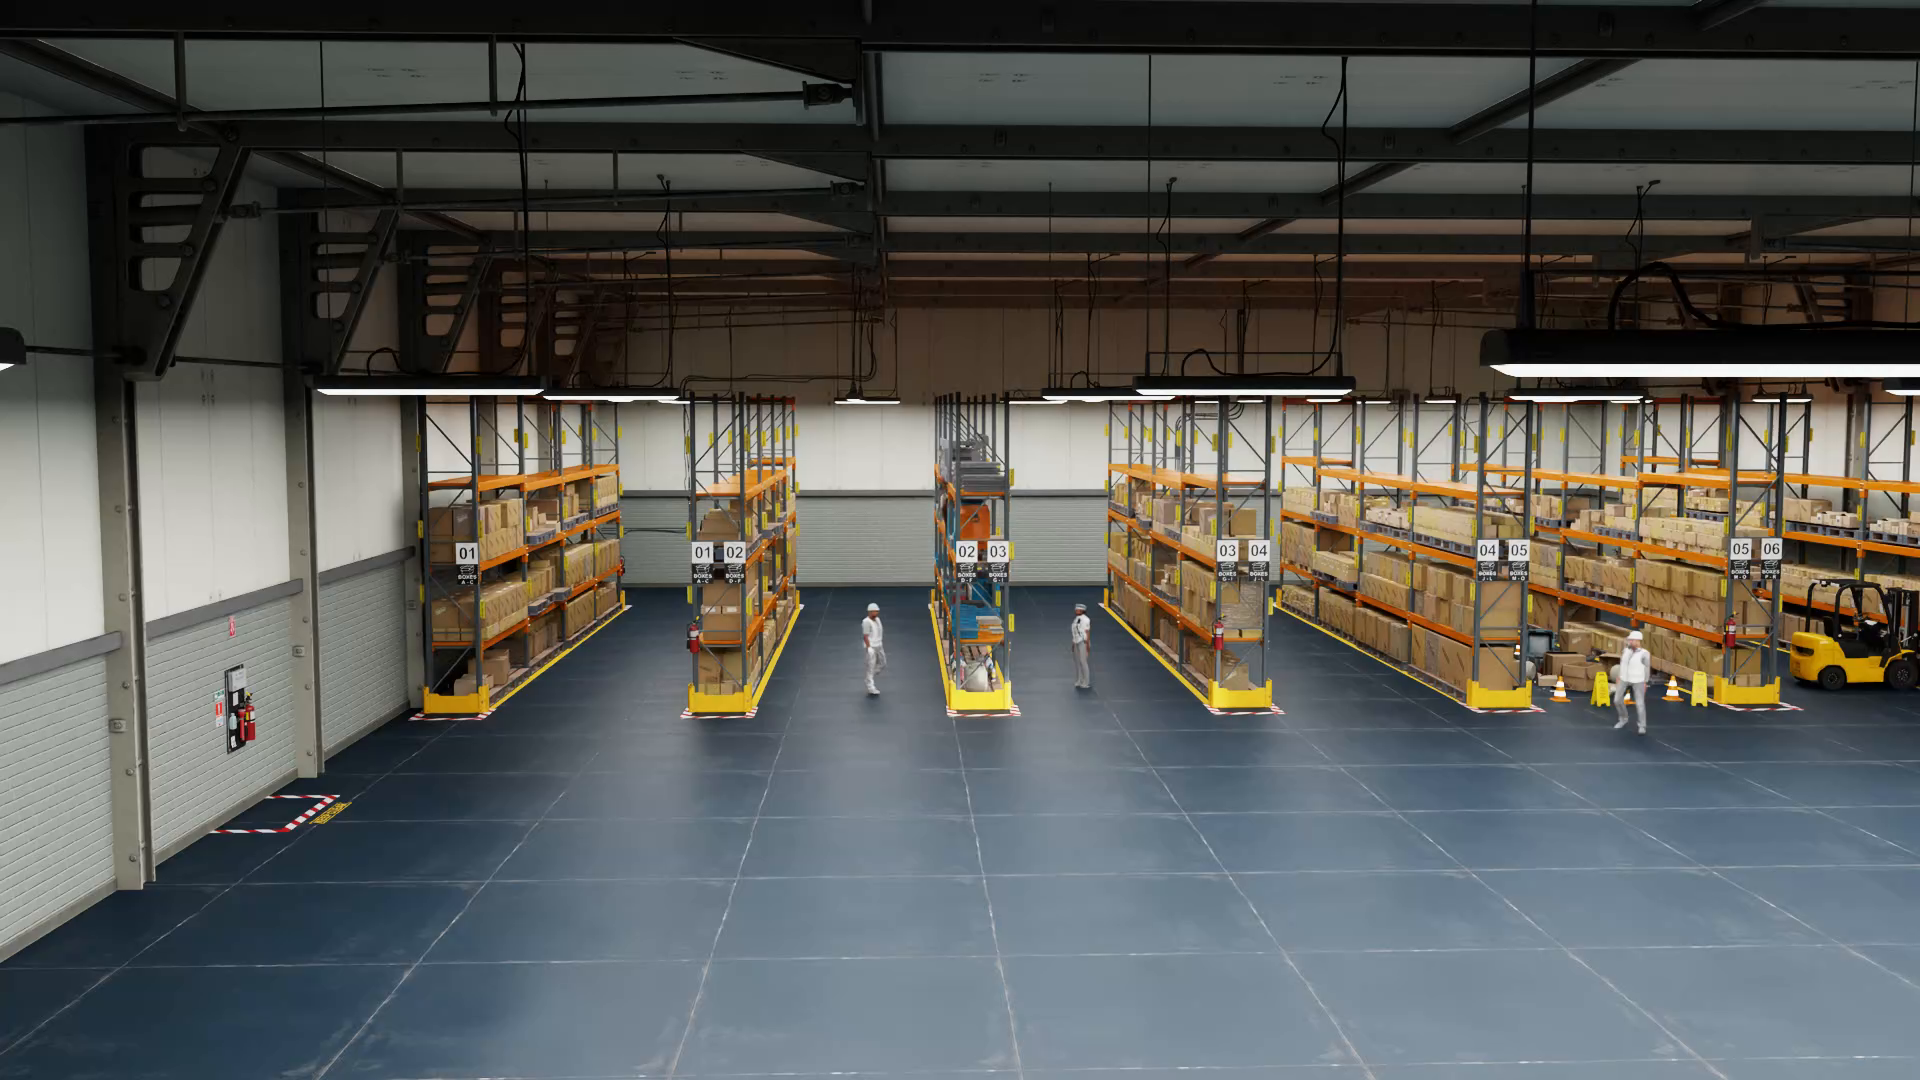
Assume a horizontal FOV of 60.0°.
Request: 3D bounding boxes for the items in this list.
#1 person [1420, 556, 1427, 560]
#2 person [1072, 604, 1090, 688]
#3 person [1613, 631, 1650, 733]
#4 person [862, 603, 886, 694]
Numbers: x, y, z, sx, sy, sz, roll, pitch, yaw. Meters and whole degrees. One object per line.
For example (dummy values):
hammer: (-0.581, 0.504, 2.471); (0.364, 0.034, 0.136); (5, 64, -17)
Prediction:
person: (12.867, 1.245, 46.045); (0.346, 1.604, 0.433); (1, 5, 16)
person: (2.490, 2.165, 34.112); (0.364, 1.719, 0.583); (-2, 5, -25)
person: (11.817, 2.482, 29.236); (0.596, 1.785, 0.405); (4, 6, 44)
person: (-1.726, 2.158, 33.315); (0.525, 1.779, 0.714); (2, 5, 27)
